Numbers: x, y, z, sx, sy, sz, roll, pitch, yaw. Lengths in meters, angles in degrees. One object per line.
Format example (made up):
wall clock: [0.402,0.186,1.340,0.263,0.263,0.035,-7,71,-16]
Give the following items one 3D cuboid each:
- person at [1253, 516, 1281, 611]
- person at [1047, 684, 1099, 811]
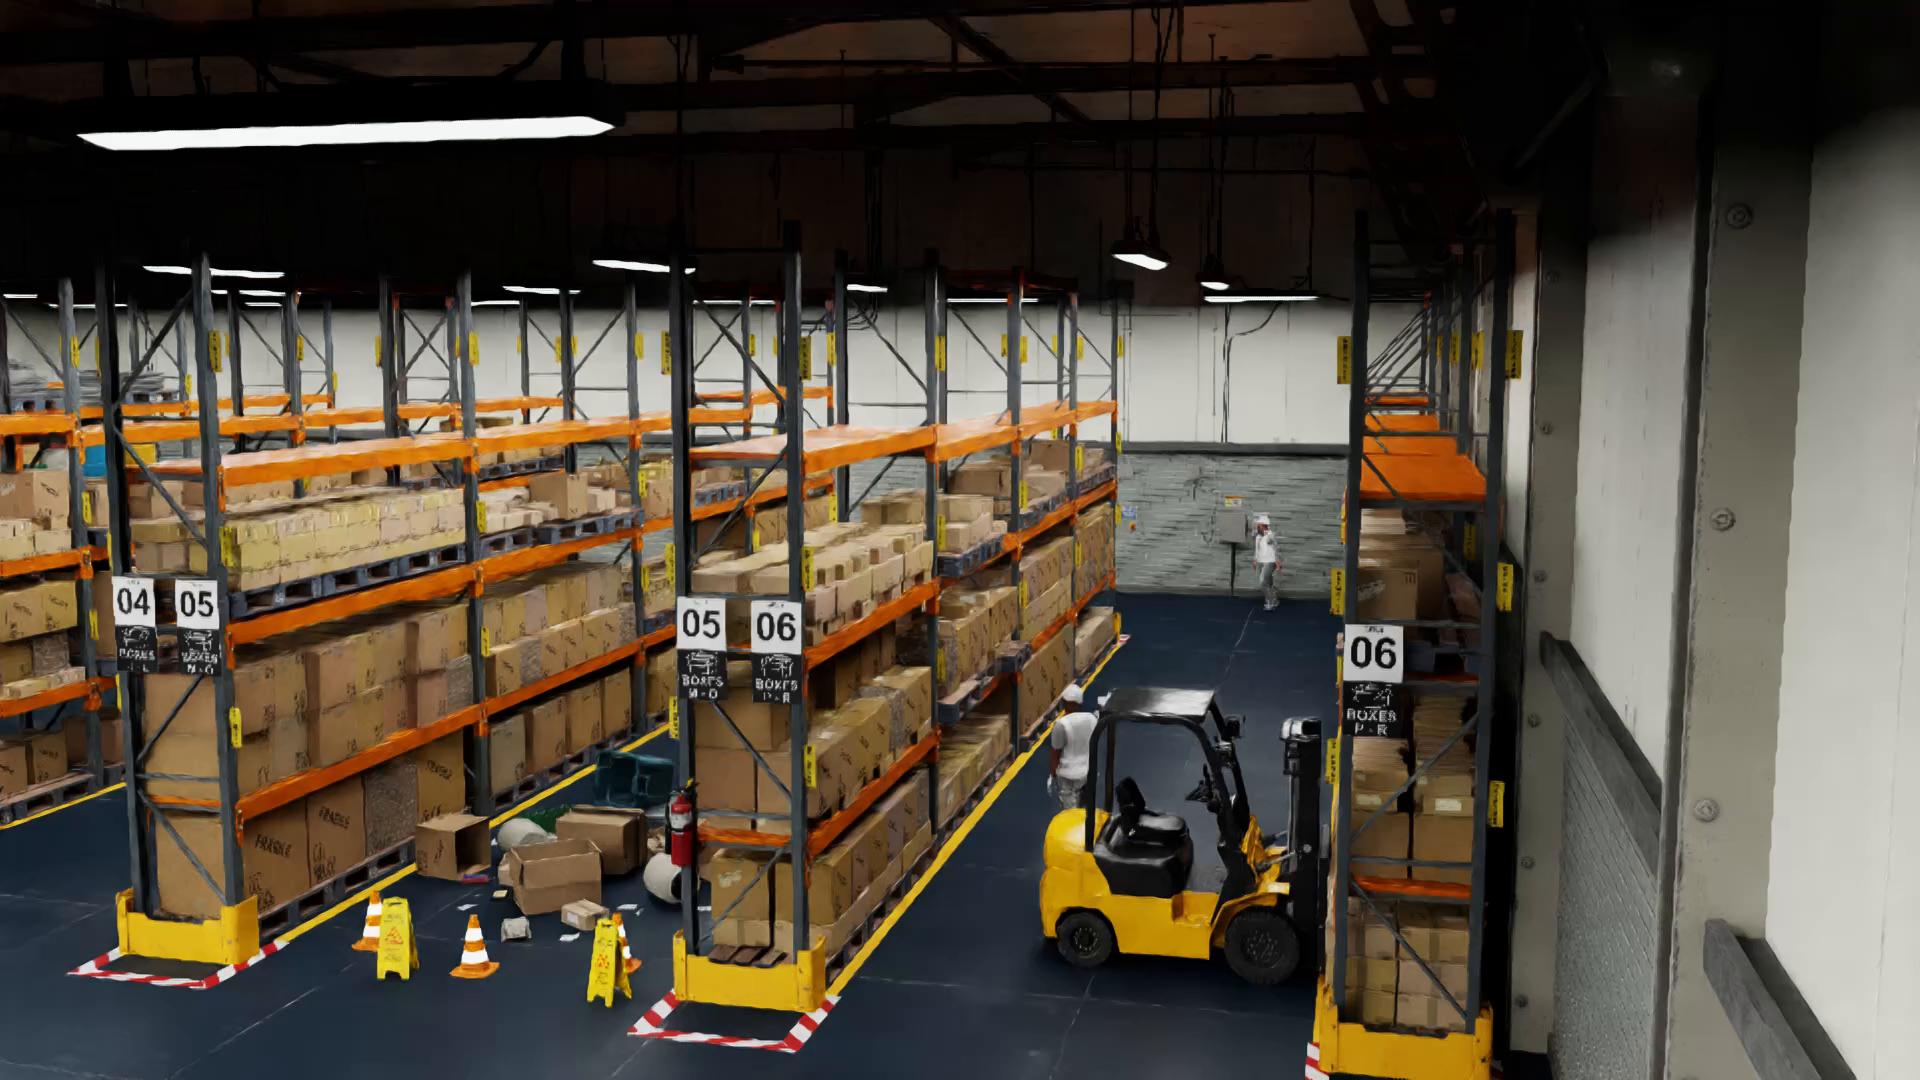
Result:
person: [5.861,0.422,31.683,0.508,1.765,0.632,-2,7,-19]
person: [1.093,2.286,16.288,0.583,1.782,0.665,7,10,45]
